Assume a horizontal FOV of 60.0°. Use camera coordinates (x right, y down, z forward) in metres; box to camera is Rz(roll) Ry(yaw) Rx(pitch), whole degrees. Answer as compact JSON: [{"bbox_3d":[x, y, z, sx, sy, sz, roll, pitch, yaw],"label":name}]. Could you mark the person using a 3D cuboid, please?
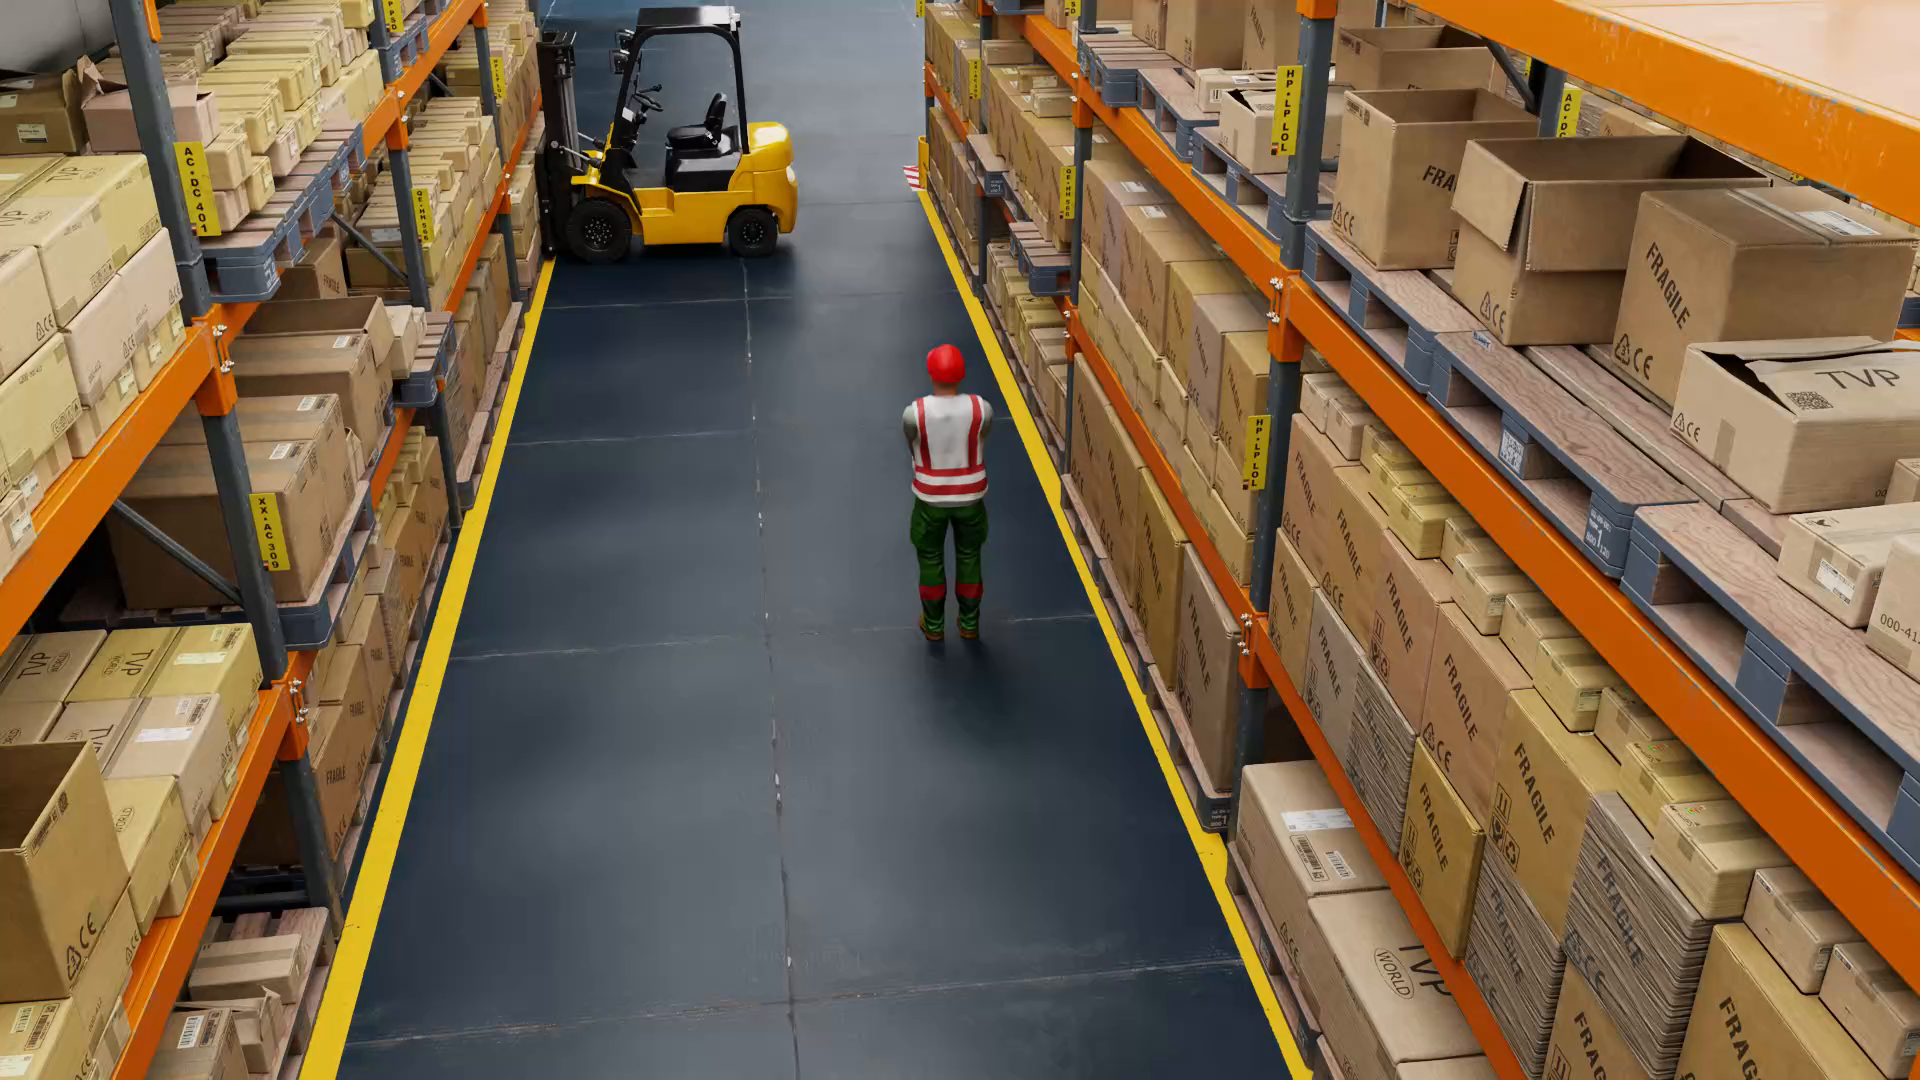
[{"bbox_3d":[-0.079,-0.250,9.094,0.614,1.778,0.452,-5,27,-10],"label":"person"}]
